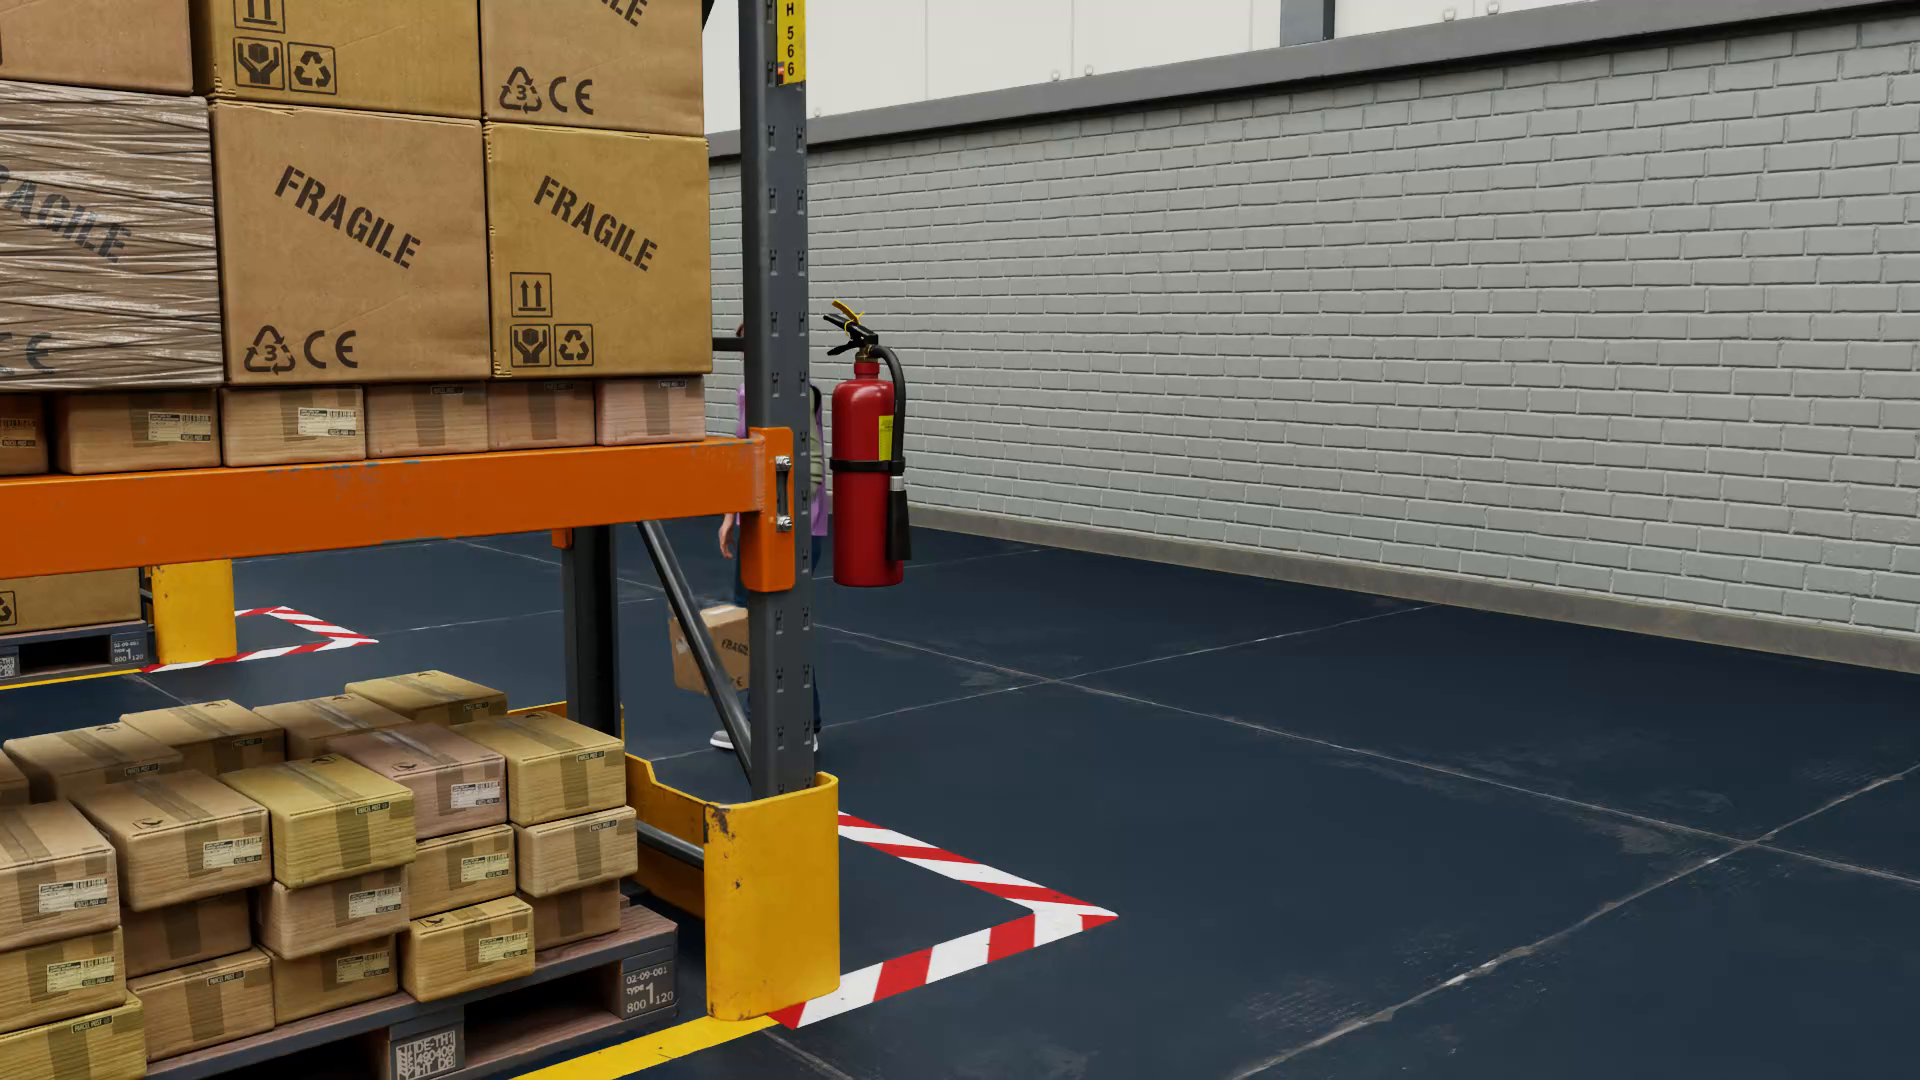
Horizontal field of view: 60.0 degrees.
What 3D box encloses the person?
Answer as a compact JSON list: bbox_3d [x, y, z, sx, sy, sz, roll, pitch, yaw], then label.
[{"bbox_3d":[-0.656,-0.016,5.952,0.342,1.593,0.485,-7,11,-44],"label":"person"}]
